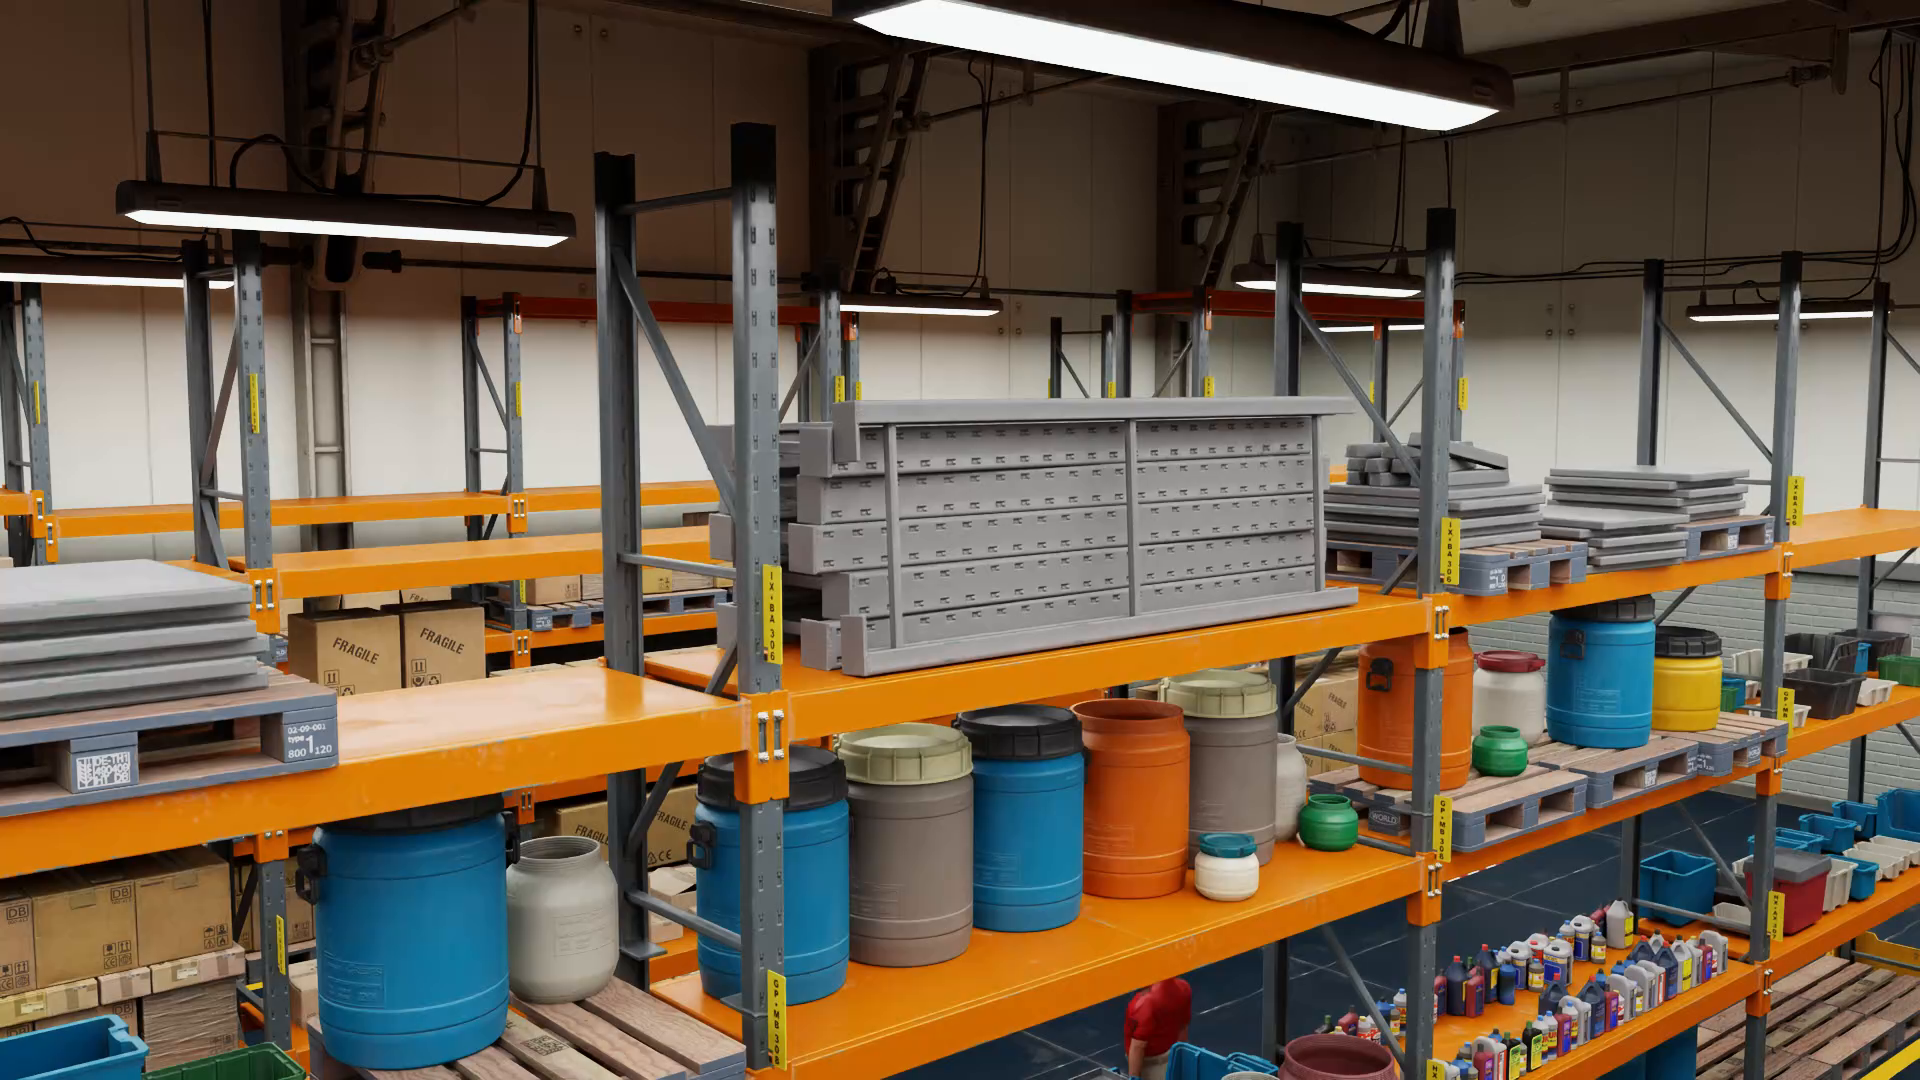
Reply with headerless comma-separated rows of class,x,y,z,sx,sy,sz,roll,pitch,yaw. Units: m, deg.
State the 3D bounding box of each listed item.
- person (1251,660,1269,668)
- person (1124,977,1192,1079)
person,3.967,2.235,21.912,0.588,1.777,0.428,3,6,28
person,1.198,3.326,10.324,0.386,1.734,0.578,3,6,32
